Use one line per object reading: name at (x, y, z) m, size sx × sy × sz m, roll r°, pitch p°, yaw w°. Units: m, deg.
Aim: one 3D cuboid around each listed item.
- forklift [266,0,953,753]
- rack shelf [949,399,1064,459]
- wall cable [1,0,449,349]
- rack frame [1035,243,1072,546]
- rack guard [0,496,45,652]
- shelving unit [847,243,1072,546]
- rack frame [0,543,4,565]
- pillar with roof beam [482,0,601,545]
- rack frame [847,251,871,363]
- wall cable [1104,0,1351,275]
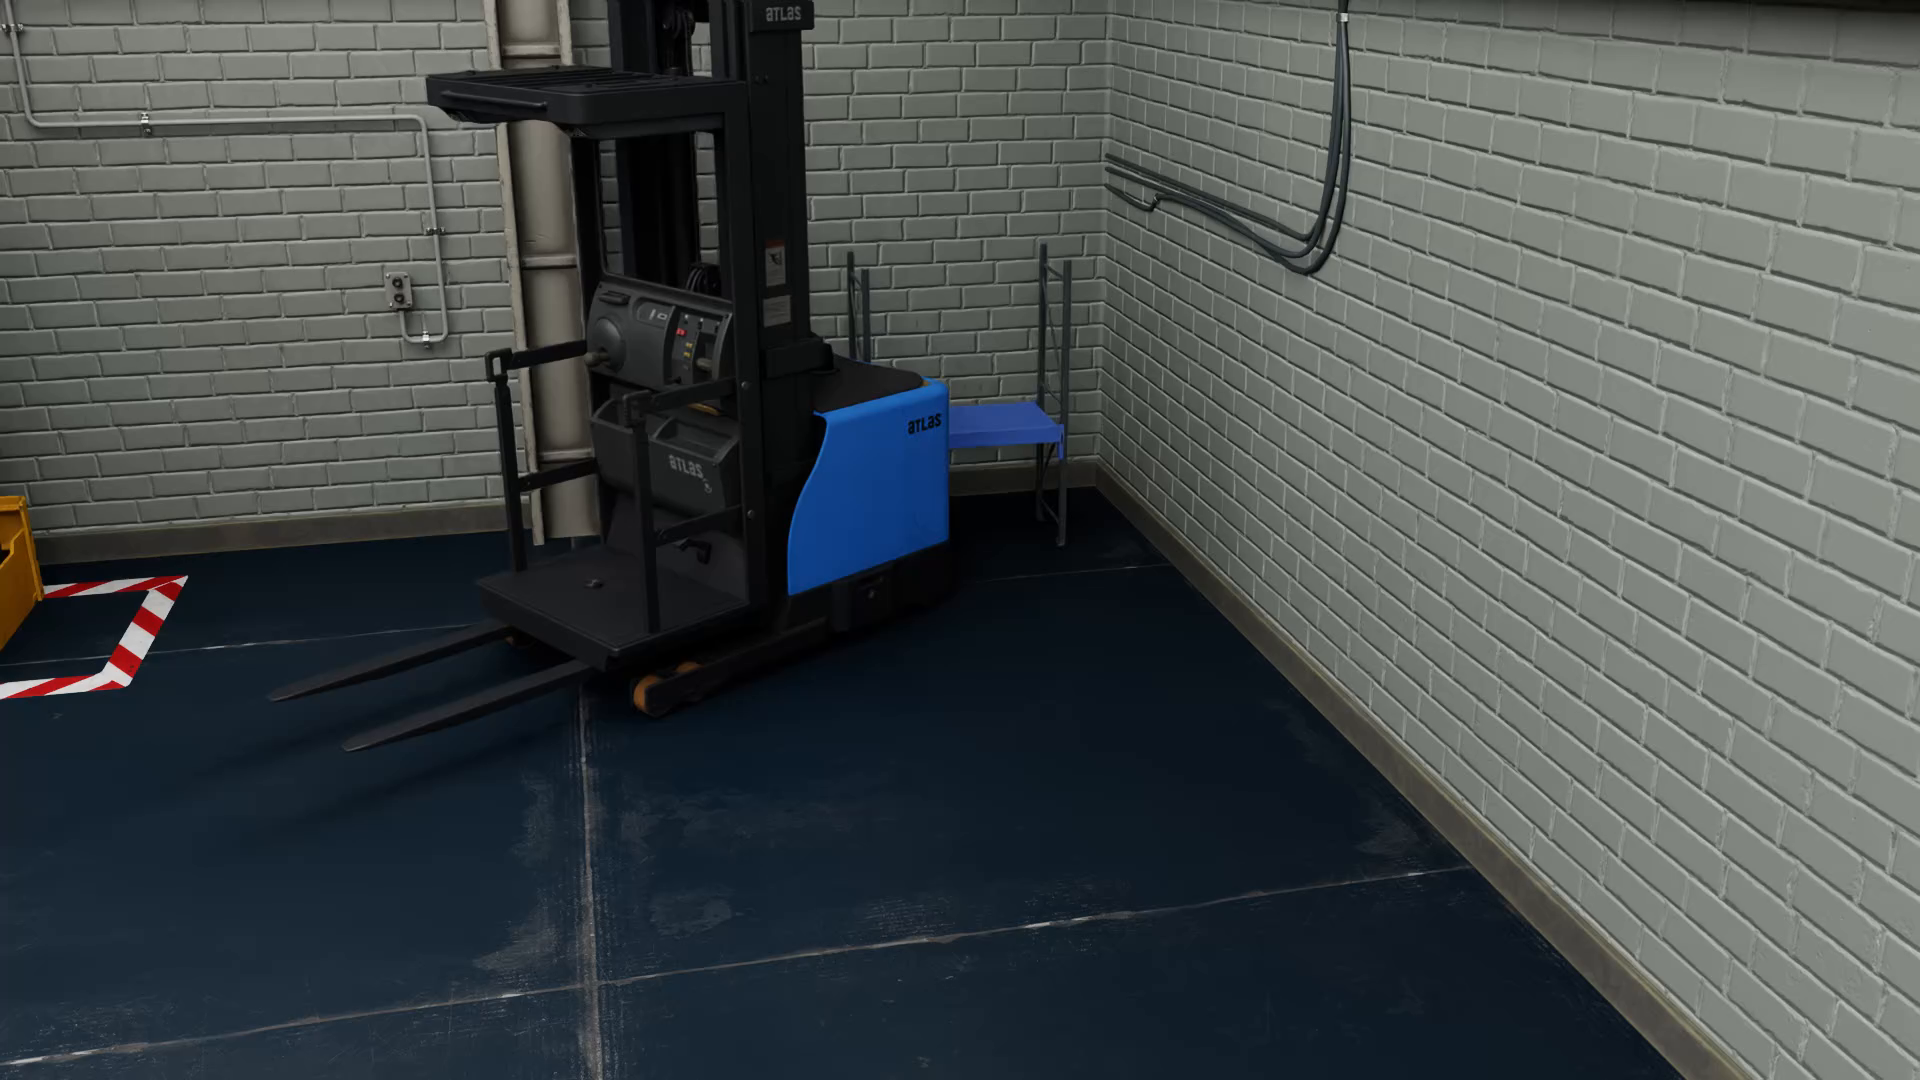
forklift at (-1.420, -0.849, 6.872) m, size 1.130 × 2.935 × 3.031 m, roll 18°, pitch 27°, yaw 41°
rack shelf at (-0.011, -0.552, 8.664) m, size 1.000 × 0.185 × 0.538 m, roll -4°, pitch 21°, yaw -12°
wall cable at (-3.482, -1.840, 7.999) m, size 1.851 × 1.984 × 0.084 m, roll -5°, pitch 21°, yaw -12°
rack frame at (0.485, -0.759, 8.706) m, size 0.032 × 1.500 × 0.500 m, roll -4°, pitch 21°, yaw -12°
rack guard at (-4.487, 0.227, 7.467) m, size 0.348 × 0.500 × 1.175 m, roll -5°, pitch 21°, yaw -12°
shelving unit at (-0.011, -0.721, 8.602) m, size 1.048 × 1.500 × 0.538 m, roll -4°, pitch 21°, yaw -12°
rack frame at (-4.511, -0.945, 7.032) m, size 0.127 × 3.000 × 1.000 m, roll -5°, pitch 21°, yaw -12°
pillar with roof beam at (-1.092, -2.824, 3.440) m, size 0.400 × 9.000 × 9.100 m, roll -5°, pitch 21°, yaw -12°
rack frame at (-0.507, -0.682, 8.497) m, size 0.032 × 1.500 × 0.500 m, roll -4°, pitch 21°, yaw -12°
wall cable at (1.076, -2.632, 7.430) m, size 0.112 × 2.526 × 3.097 m, roll -5°, pitch 21°, yaw -12°
